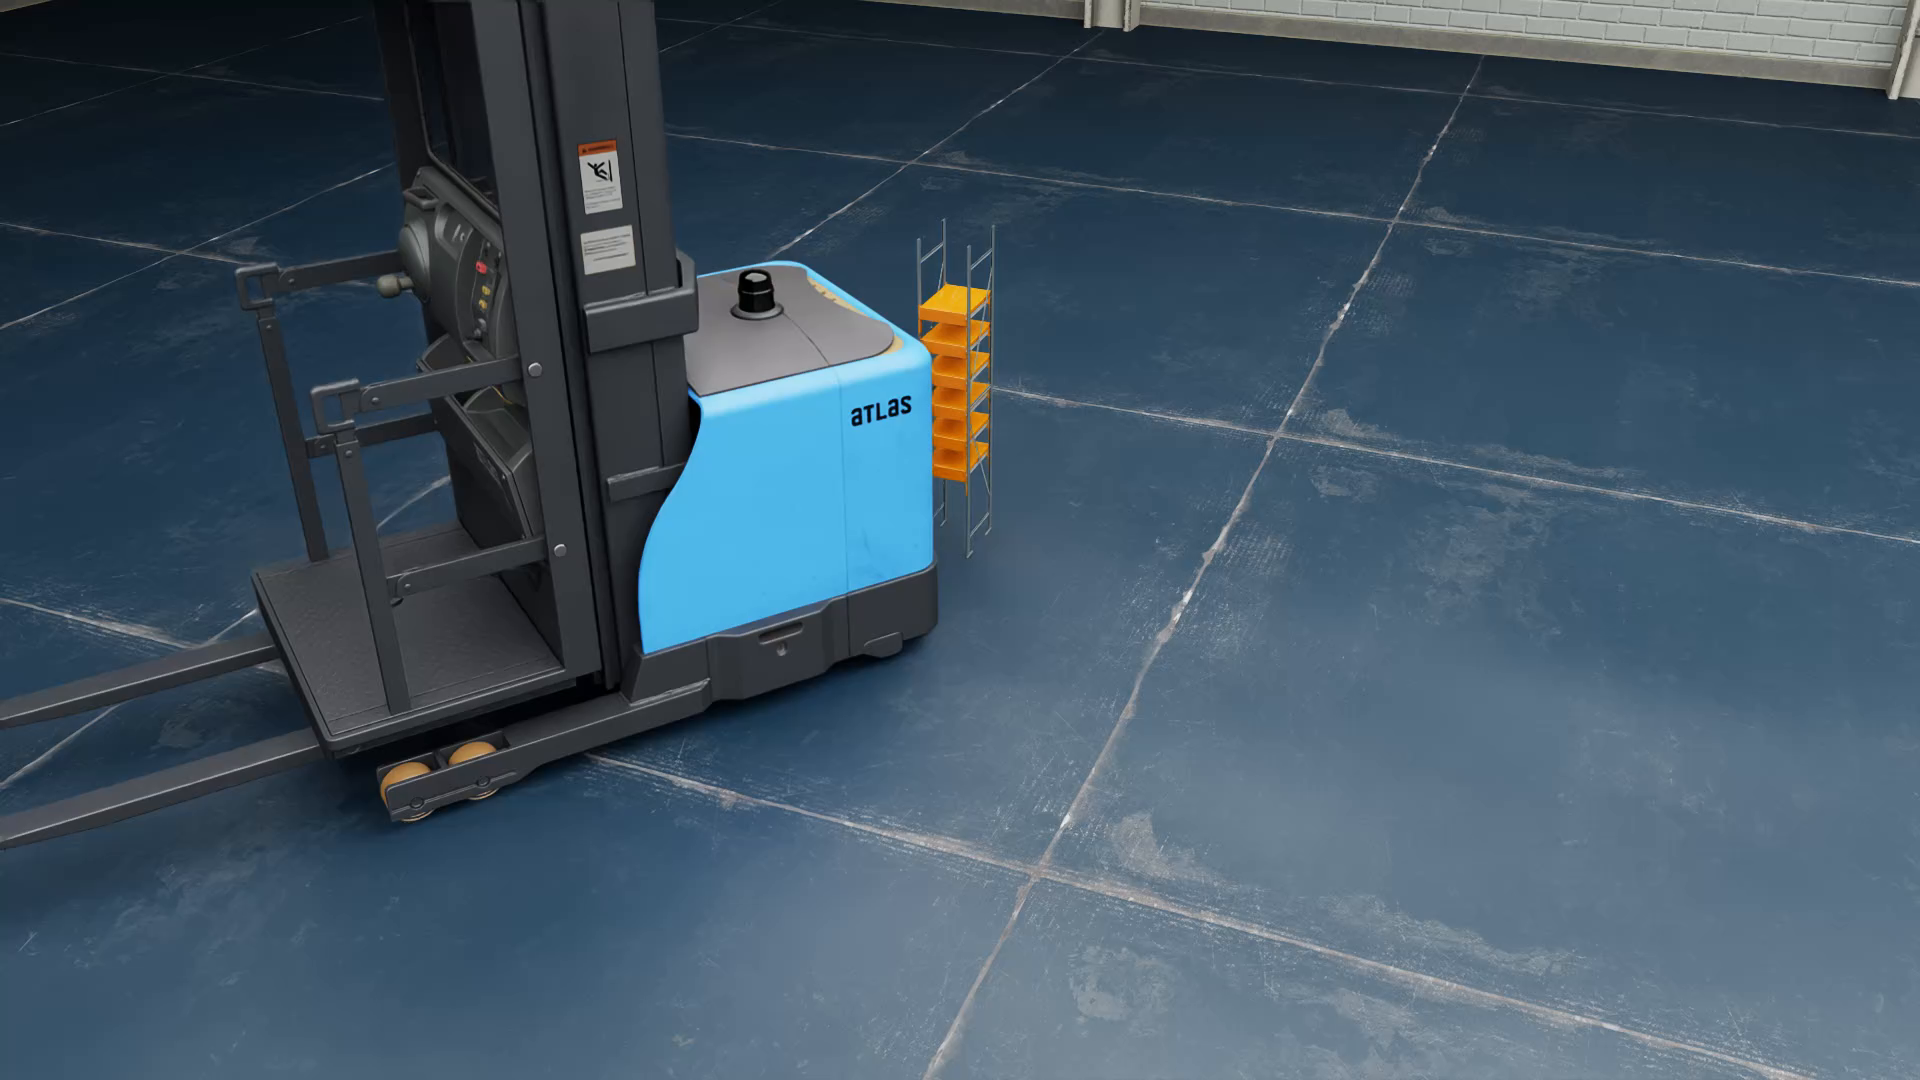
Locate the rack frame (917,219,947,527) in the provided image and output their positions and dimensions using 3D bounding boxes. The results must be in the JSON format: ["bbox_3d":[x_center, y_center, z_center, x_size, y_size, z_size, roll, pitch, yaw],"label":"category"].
[{"bbox_3d":[-0.098,-0.542,5.989,0.006,1.200,0.240,11,31,19],"label":"rack frame"}]

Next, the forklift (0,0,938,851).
[{"bbox_3d":[-1.602,-0.760,4.617,3.031,2.935,1.130,-17,33,-27],"label":"forklift"}]

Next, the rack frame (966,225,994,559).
[{"bbox_3d":[0.071,-0.508,5.930,0.006,1.200,0.240,11,31,19],"label":"rack frame"}]

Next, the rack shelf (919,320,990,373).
[{"bbox_3d":[-0.013,-0.695,5.863,0.180,0.103,0.258,11,31,19],"label":"rack shelf"}]

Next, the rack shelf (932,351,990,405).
[{"bbox_3d":[-0.013,-0.591,5.922,0.180,0.103,0.258,11,31,19],"label":"rack shelf"}]

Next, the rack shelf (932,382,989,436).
[{"bbox_3d":[-0.013,-0.486,5.981,0.180,0.103,0.258,11,31,19],"label":"rack shelf"}]

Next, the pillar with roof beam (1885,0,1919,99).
[{"bbox_3d":[5.203,-5.117,6.158,0.400,9.000,9.100,11,31,19],"label":"pillar with roof beam"}]

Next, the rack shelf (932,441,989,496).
[{"bbox_3d":[-0.013,-0.277,6.099,0.180,0.103,0.258,11,31,19],"label":"rack shelf"}]

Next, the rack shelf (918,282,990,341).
[{"bbox_3d":[-0.013,-0.800,5.804,0.180,0.103,0.258,11,31,19],"label":"rack shelf"}]

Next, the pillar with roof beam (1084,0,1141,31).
[{"bbox_3d":[-0.357,-6.227,8.122,0.400,9.000,9.100,11,31,19],"label":"pillar with roof beam"}]

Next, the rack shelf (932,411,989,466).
[{"bbox_3d":[-0.013,-0.382,6.040,0.180,0.103,0.258,11,31,19],"label":"rack shelf"}]

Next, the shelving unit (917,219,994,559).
[{"bbox_3d":[-0.013,-0.525,5.959,0.189,1.200,0.258,11,31,19],"label":"shelving unit"}]
